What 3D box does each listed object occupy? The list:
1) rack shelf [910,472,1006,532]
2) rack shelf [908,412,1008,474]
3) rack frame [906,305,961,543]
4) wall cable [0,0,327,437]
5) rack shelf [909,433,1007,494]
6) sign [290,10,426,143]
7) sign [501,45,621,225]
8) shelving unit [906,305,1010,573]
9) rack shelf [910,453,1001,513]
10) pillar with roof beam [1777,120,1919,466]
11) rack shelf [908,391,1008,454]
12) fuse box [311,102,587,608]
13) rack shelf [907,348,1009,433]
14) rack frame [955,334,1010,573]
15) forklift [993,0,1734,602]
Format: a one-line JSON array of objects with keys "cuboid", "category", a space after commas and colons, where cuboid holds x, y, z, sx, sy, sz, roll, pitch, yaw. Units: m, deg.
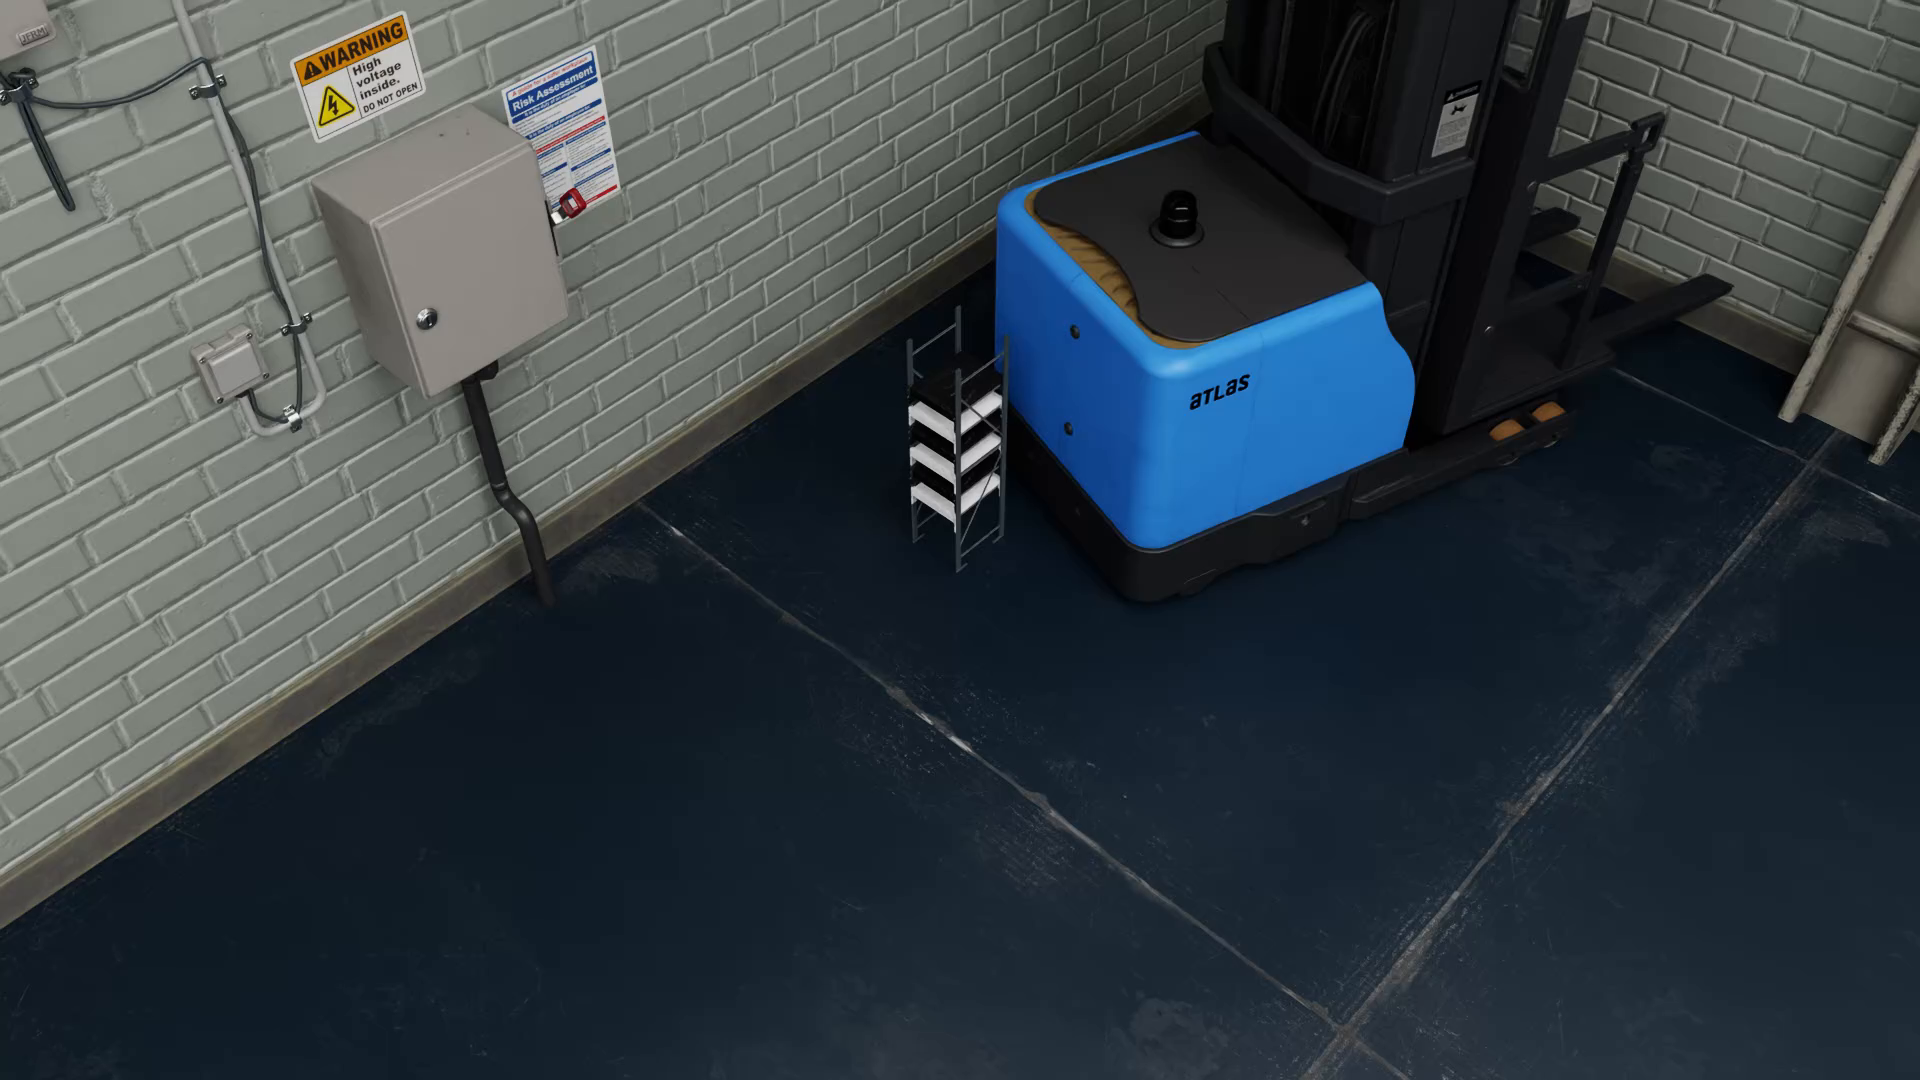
[{"cuboid": [-0.006, -0.166, 5.581, 0.200, 0.077, 0.258, 34, 55, 28], "category": "rack shelf"}, {"cuboid": [-0.006, -0.351, 5.384, 0.200, 0.077, 0.258, 34, 55, 28], "category": "rack shelf"}, {"cuboid": [-0.081, -0.362, 5.473, 0.006, 0.900, 0.240, 34, 55, 28], "category": "rack frame"}, {"cuboid": [-1.915, -0.883, 3.825, 0.122, 1.984, 0.588, 34, 55, 28], "category": "wall cable"}, {"cuboid": [-0.006, -0.289, 5.450, 0.200, 0.077, 0.258, 34, 55, 28], "category": "rack shelf"}, {"cuboid": [-1.526, -1.179, 4.233, 0.001, 0.242, 0.339, 34, 55, 28], "category": "sign"}, {"cuboid": [-1.154, -1.158, 4.845, 0.001, 0.494, 0.329, 34, 55, 28], "category": "sign"}, {"cuboid": [-0.006, -0.312, 5.426, 0.210, 0.900, 0.258, 34, 55, 28], "category": "shelving unit"}, {"cuboid": [-0.006, -0.228, 5.516, 0.200, 0.077, 0.258, 34, 55, 28], "category": "rack shelf"}, {"cuboid": [0.365, -1.219, 0.722, 0.400, 9.000, 9.100, 34, 55, 28], "category": "pillar with roof beam"}, {"cuboid": [-0.006, -0.412, 5.319, 0.200, 0.077, 0.258, 34, 55, 28], "category": "rack shelf"}, {"cuboid": [-1.336, -0.382, 4.935, 0.414, 1.711, 0.539, 34, 55, 28], "category": "fuse box"}, {"cuboid": [-0.006, -0.474, 5.253, 0.200, 0.077, 0.258, 34, 55, 28], "category": "rack shelf"}, {"cuboid": [0.069, -0.262, 5.379, 0.006, 0.900, 0.240, 34, 55, 28], "category": "rack frame"}, {"cuboid": [1.645, -1.589, 5.231, 3.031, 2.935, 1.130, -22, 51, -19], "category": "forklift"}]
